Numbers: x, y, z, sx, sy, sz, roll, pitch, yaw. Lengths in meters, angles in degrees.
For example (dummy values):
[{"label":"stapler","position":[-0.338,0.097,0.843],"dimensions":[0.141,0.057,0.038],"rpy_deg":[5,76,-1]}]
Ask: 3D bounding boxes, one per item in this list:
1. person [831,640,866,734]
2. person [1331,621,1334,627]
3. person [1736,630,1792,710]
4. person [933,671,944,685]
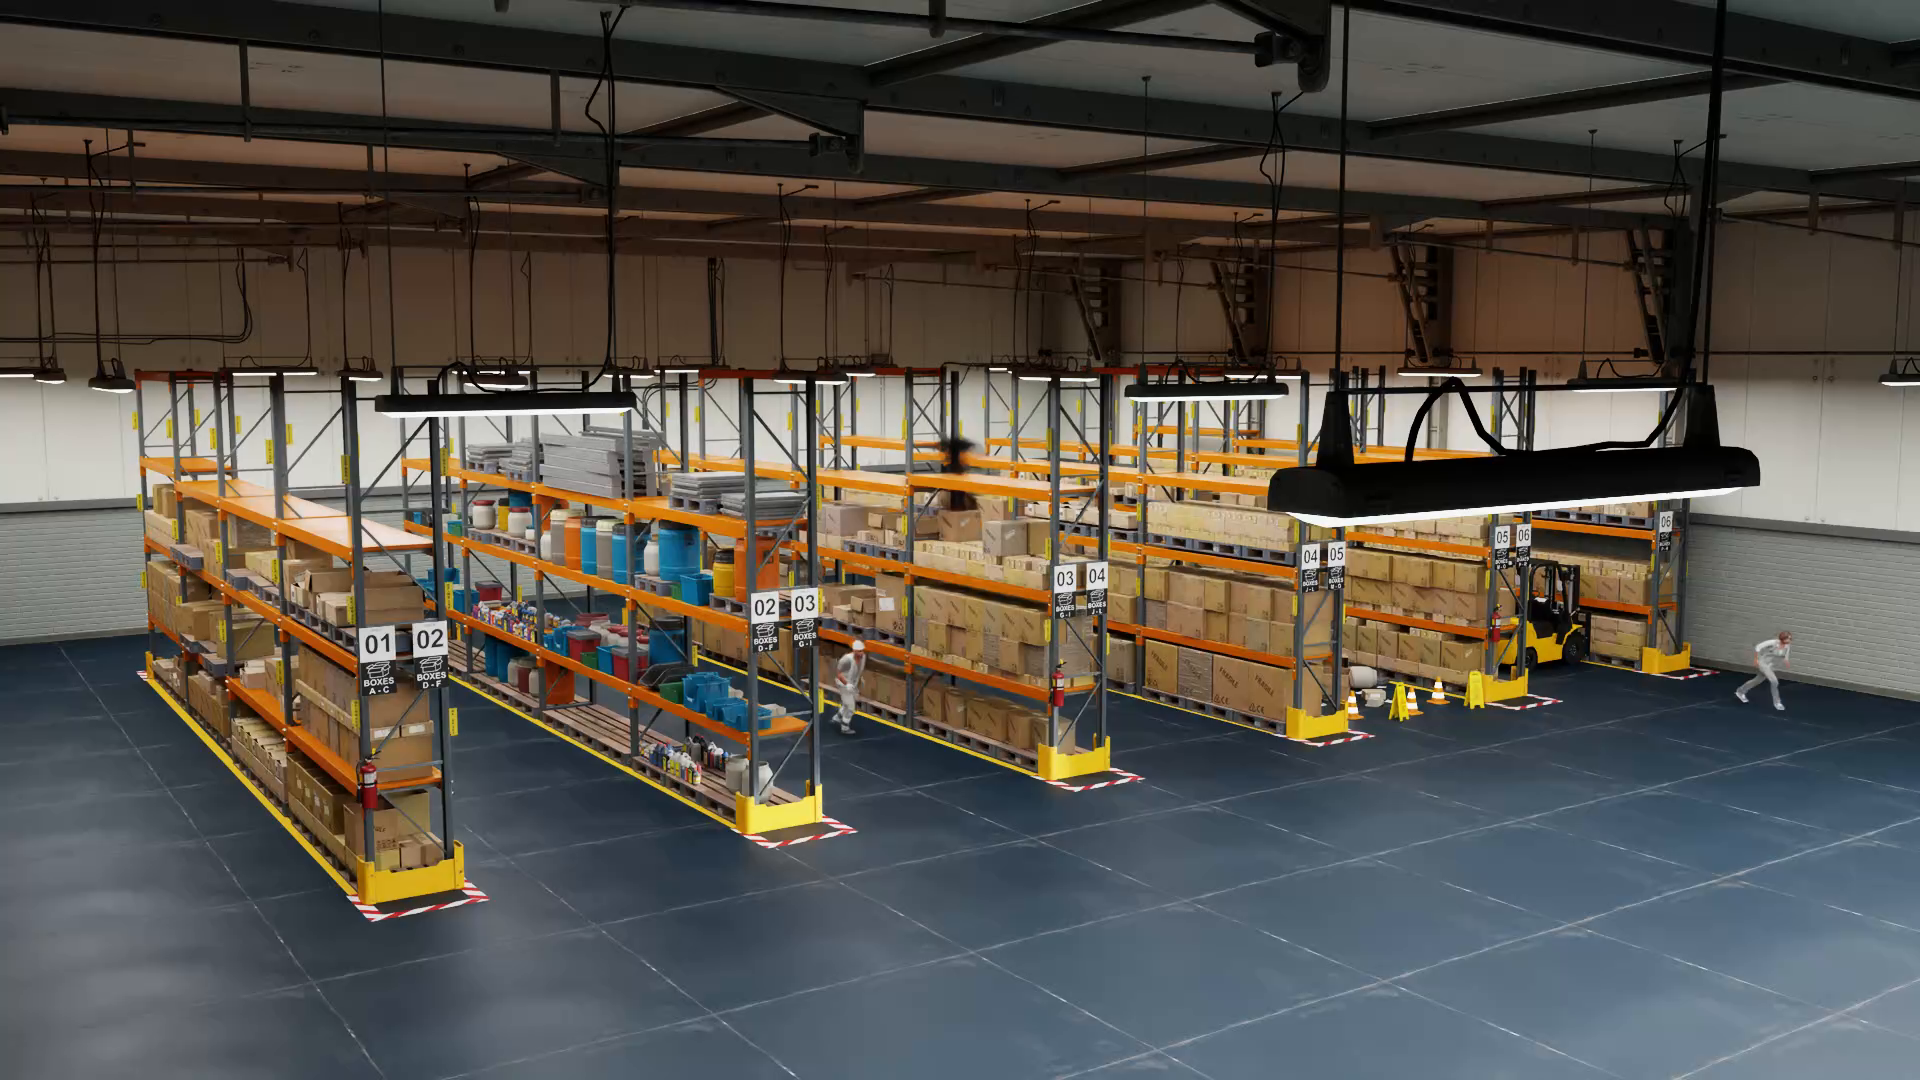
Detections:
[{"label":"person","position":[-1.853,2.418,27.547],"dimensions":[0.942,1.622,0.667],"rpy_deg":[5,8,36]},{"label":"person","position":[8.017,1.430,36.327],"dimensions":[0.601,1.640,0.945],"rpy_deg":[-5,8,-40]},{"label":"person","position":[14.344,2.258,29.643],"dimensions":[0.528,1.419,0.984],"rpy_deg":[-3,7,-24]},{"label":"person","position":[-0.306,2.004,31.295],"dimensions":[0.636,1.623,0.738],"rpy_deg":[-5,8,-38]}]
